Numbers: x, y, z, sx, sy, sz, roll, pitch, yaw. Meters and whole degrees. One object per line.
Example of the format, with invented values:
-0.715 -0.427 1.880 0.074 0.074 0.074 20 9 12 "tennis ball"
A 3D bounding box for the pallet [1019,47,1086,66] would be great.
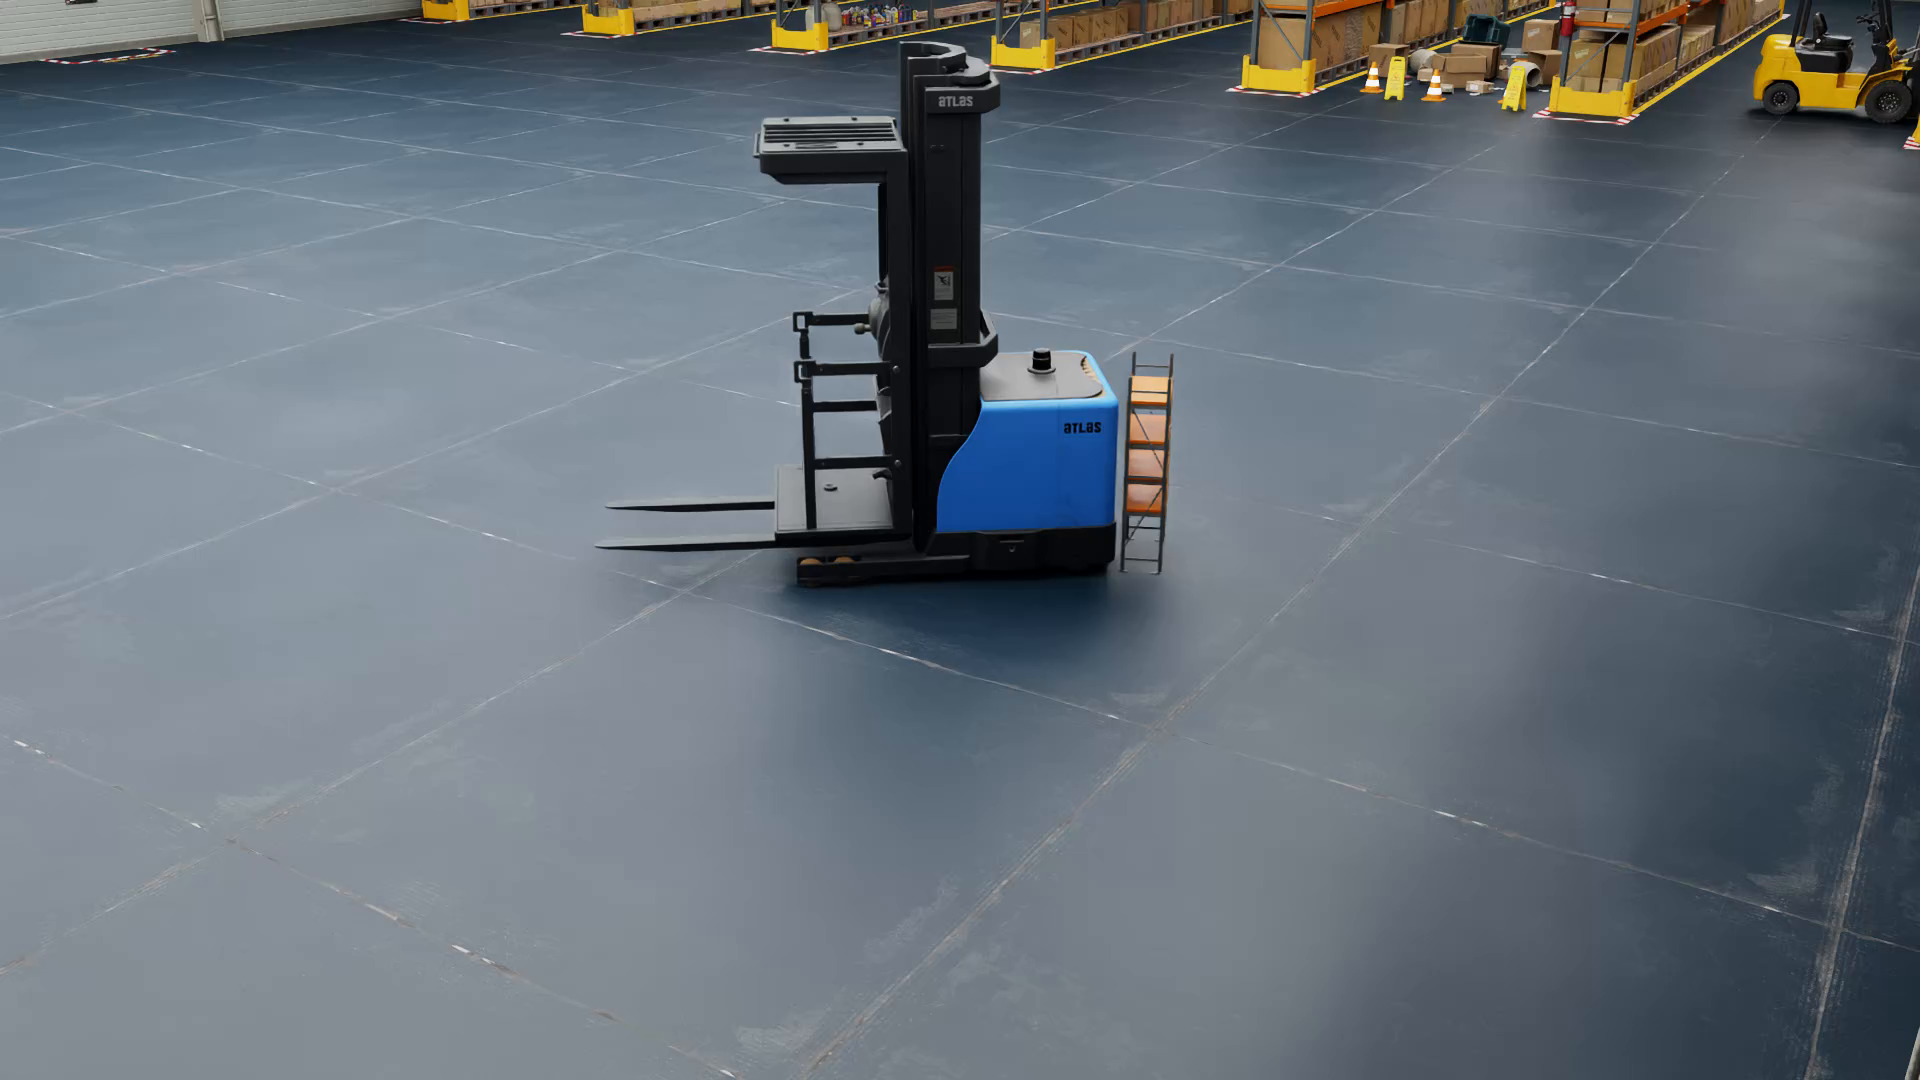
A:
1.593 -8.925 30.600 1.003 0.211 1.213 14 27 29 "pallet"

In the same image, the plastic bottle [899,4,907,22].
-1.200 -10.944 34.534 0.144 0.351 0.185 12 26 26 "plastic bottle"

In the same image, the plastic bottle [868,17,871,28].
-1.838 -10.449 33.580 0.097 0.201 0.097 0 23 0 "plastic bottle"

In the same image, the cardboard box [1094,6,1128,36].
2.959 -10.181 32.610 0.500 0.500 0.500 13 27 27 "cardboard box"

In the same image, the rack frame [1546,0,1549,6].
13.694 -14.239 39.365 1.000 3.000 0.127 14 27 29 "rack frame"

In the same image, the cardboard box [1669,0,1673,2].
11.064 -8.814 26.335 0.500 0.500 0.500 15 27 30 "cardboard box"

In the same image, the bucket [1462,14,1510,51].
9.251 -8.855 29.135 0.620 0.611 0.726 -6 22 -39 "bucket"

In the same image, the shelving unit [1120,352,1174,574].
1.101 -0.454 9.787 0.258 1.200 0.503 3 24 8 "shelving unit"

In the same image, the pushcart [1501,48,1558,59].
9.660 -8.443 29.277 1.648 0.377 0.936 5 24 11 "pushcart"

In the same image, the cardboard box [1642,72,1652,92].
10.449 -7.151 25.925 0.500 0.250 0.500 15 28 31 "cardboard box"

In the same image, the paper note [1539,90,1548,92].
9.557 -7.355 27.202 0.142 0.019 0.148 5 24 11 "paper note"

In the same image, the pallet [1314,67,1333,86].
5.610 -7.845 28.106 1.003 0.211 1.213 14 27 29 "pallet"

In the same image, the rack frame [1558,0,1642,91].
9.513 -7.835 24.573 1.000 3.000 0.127 14 27 29 "rack frame"

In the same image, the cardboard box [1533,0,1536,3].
13.131 -12.537 38.495 0.380 0.149 0.250 13 26 27 "cardboard box"

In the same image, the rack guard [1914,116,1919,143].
13.719 -5.641 22.651 1.175 0.500 0.348 14 27 29 "rack guard"

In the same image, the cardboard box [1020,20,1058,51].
1.438 -9.165 30.262 0.500 0.500 0.500 20 30 38 "cardboard box"

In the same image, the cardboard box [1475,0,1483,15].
10.593 -11.114 34.765 0.500 0.500 0.500 13 27 28 "cardboard box"

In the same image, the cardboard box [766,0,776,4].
-4.516 -12.526 38.343 0.500 0.250 0.500 15 27 30 "cardboard box"

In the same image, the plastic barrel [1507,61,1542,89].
9.316 -7.667 27.428 0.421 0.421 0.512 -7 24 -17 "plastic barrel"

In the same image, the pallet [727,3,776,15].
-4.855 -12.316 38.435 1.003 0.211 1.213 14 27 29 "pallet"

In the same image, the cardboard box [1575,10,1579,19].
9.568 -8.000 25.269 0.380 0.149 0.250 14 27 28 "cardboard box"

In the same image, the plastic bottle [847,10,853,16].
-2.288 -10.740 34.157 0.152 0.276 0.135 13 27 28 "plastic bottle"

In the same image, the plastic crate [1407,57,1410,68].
8.386 -8.591 29.787 0.662 0.188 0.450 -12 16 -26 "plastic crate"

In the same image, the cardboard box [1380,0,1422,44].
8.127 -9.902 31.650 1.050 0.750 0.750 14 27 29 "cardboard box"

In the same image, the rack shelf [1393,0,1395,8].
8.419 -10.533 31.711 1.077 0.370 4.000 14 27 29 "rack shelf"

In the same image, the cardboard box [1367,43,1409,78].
7.417 -8.303 28.798 0.500 0.500 0.500 20 30 38 "cardboard box"

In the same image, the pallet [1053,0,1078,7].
2.131 -13.055 40.141 1.003 0.211 1.213 14 27 29 "pallet"

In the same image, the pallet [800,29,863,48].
-2.681 -9.979 33.035 1.003 0.211 1.213 14 27 29 "pallet"

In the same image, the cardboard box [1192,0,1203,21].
4.696 -11.247 35.046 0.700 0.500 0.500 11 26 25 "cardboard box"

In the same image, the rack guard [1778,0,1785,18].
17.966 -12.096 37.563 1.175 0.500 0.348 14 27 29 "rack guard"

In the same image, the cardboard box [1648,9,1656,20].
10.371 -8.028 25.335 0.380 0.149 0.250 14 27 30 "cardboard box"

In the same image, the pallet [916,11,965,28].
-0.623 -11.293 36.072 1.003 0.211 1.213 14 27 29 "pallet"

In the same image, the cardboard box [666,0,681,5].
-6.333 -11.739 35.580 0.500 0.500 0.500 14 27 29 "cardboard box"

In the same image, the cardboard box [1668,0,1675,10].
11.179 -8.554 26.550 0.380 0.149 0.250 13 27 28 "cardboard box"

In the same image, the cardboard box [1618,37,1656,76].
10.458 -7.510 25.811 0.500 0.500 0.500 13 26 27 "cardboard box"

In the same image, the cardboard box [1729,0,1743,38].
14.642 -10.269 32.341 0.875 0.875 0.875 14 27 30 "cardboard box"

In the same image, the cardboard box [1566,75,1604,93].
9.724 -7.103 25.815 0.500 0.250 0.500 14 27 29 "cardboard box"

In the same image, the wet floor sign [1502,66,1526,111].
8.504 -6.915 25.411 0.232 0.644 0.267 -17 29 -35 "wet floor sign"

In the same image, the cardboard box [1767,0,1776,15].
17.214 -11.698 36.192 0.875 0.438 0.875 15 27 30 "cardboard box"

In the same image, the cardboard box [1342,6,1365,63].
6.501 -8.903 29.187 0.875 0.875 0.875 14 27 29 "cardboard box"

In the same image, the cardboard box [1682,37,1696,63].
12.274 -8.593 29.103 0.950 0.372 0.625 16 28 32 "cardboard box"

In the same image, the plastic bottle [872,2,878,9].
-1.782 -11.101 34.897 0.144 0.351 0.185 15 27 30 "plastic bottle"

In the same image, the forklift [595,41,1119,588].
-0.633 -1.290 9.541 3.031 2.935 1.130 -2 24 -5 "forklift"

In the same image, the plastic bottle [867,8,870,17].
-1.928 -10.943 34.633 0.097 0.271 0.097 0 23 0 "plastic bottle"

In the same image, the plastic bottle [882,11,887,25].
-1.552 -10.664 33.989 0.097 0.271 0.097 0 23 0 "plastic bottle"

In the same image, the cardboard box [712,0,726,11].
-5.541 -11.901 36.898 0.500 0.250 0.500 14 27 29 "cardboard box"

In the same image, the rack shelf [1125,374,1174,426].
1.101 -0.814 9.631 0.258 0.148 0.480 3 24 8 "rack shelf"

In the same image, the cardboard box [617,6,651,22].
-6.848 -11.054 34.942 0.500 0.250 0.500 14 27 29 "cardboard box"

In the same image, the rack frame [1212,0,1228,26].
5.314 -12.612 35.607 1.000 3.000 0.127 14 27 29 "rack frame"

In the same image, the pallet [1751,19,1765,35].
16.311 -10.846 35.038 1.003 0.211 1.213 14 27 29 "pallet"

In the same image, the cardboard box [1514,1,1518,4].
12.277 -12.013 37.284 0.380 0.149 0.250 14 27 29 "cardboard box"

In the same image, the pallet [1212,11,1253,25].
5.794 -11.583 36.740 1.003 0.211 1.213 14 27 29 "pallet"

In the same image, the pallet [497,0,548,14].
-10.388 -12.449 38.741 1.003 0.211 1.213 14 27 29 "pallet"

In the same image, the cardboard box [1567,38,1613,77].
9.714 -7.435 25.638 0.500 0.500 0.500 14 27 29 "cardboard box"

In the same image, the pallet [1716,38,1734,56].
14.213 -9.506 31.942 1.003 0.211 1.213 14 27 29 "pallet"

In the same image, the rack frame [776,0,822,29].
-3.114 -10.950 31.768 1.000 3.000 0.127 14 27 29 "rack frame"

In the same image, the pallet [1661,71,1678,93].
11.299 -7.671 27.705 1.003 0.211 1.213 14 27 29 "pallet"
